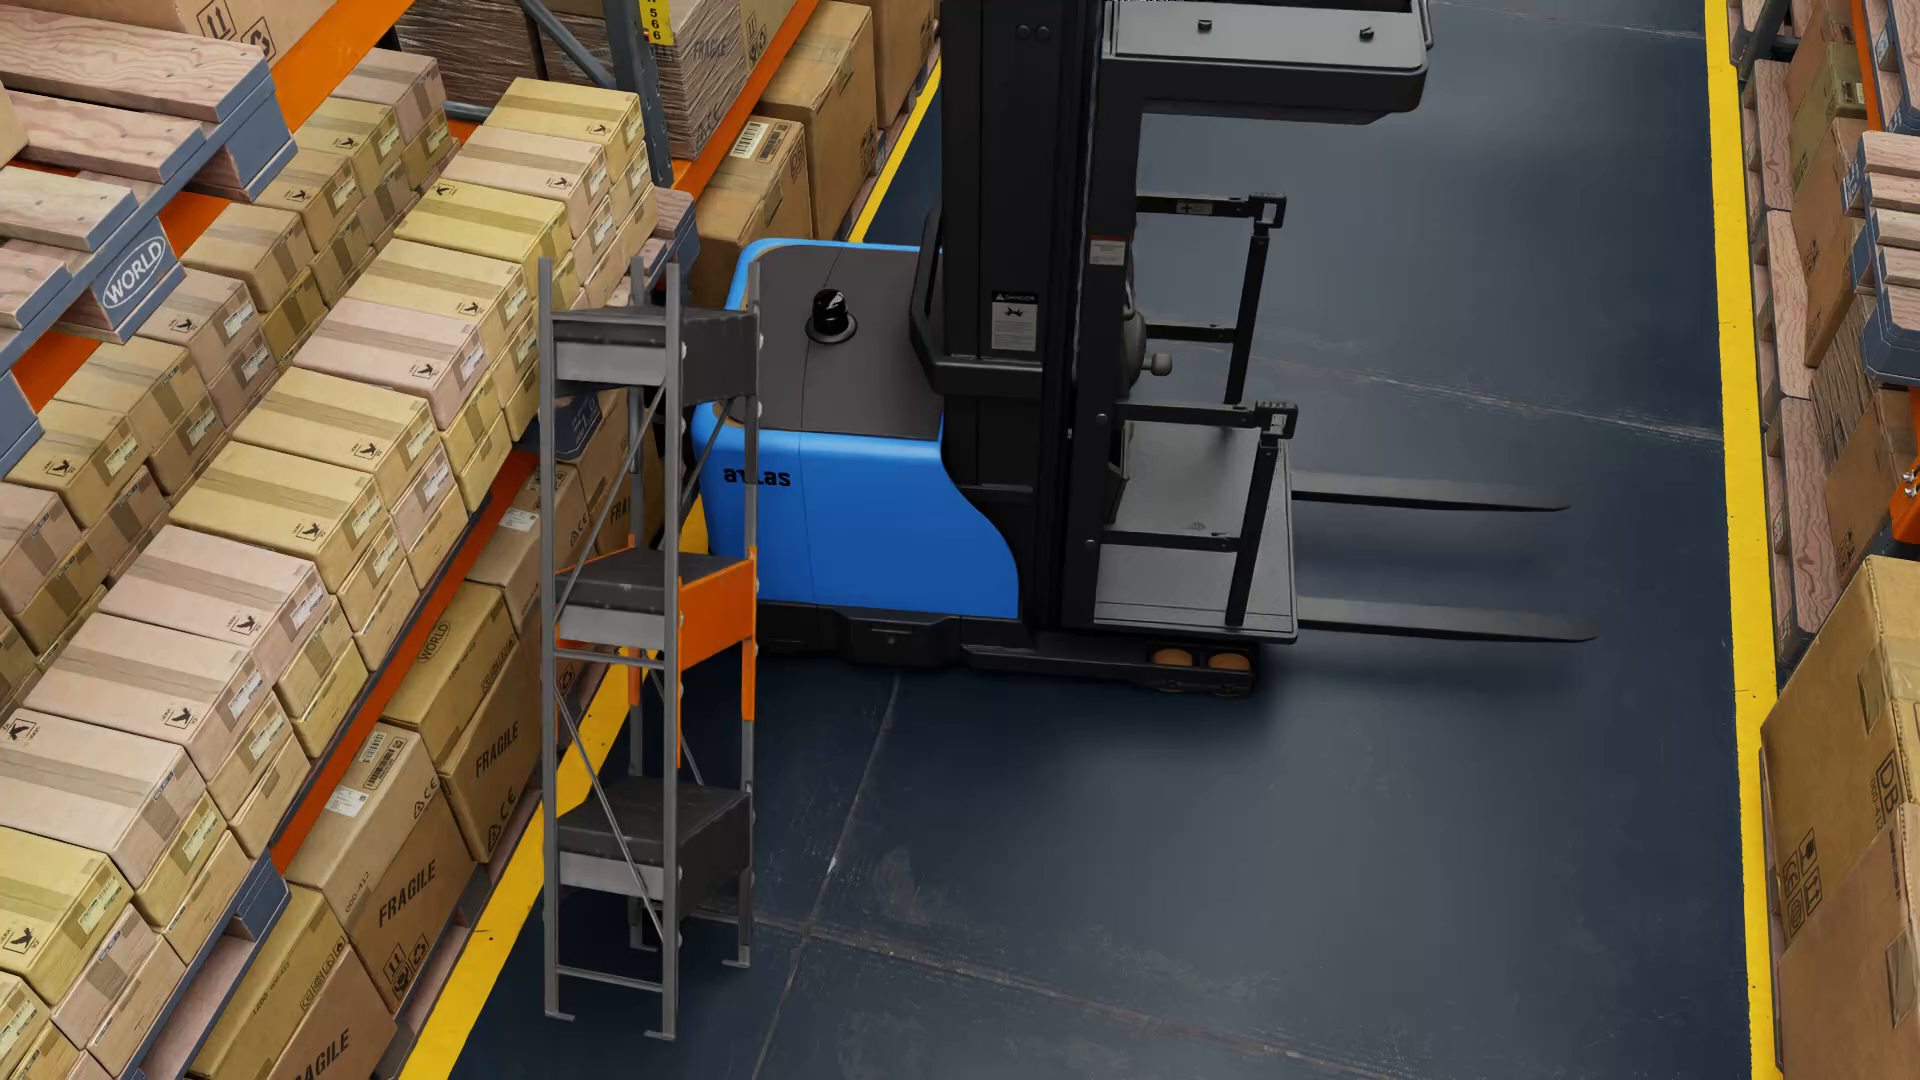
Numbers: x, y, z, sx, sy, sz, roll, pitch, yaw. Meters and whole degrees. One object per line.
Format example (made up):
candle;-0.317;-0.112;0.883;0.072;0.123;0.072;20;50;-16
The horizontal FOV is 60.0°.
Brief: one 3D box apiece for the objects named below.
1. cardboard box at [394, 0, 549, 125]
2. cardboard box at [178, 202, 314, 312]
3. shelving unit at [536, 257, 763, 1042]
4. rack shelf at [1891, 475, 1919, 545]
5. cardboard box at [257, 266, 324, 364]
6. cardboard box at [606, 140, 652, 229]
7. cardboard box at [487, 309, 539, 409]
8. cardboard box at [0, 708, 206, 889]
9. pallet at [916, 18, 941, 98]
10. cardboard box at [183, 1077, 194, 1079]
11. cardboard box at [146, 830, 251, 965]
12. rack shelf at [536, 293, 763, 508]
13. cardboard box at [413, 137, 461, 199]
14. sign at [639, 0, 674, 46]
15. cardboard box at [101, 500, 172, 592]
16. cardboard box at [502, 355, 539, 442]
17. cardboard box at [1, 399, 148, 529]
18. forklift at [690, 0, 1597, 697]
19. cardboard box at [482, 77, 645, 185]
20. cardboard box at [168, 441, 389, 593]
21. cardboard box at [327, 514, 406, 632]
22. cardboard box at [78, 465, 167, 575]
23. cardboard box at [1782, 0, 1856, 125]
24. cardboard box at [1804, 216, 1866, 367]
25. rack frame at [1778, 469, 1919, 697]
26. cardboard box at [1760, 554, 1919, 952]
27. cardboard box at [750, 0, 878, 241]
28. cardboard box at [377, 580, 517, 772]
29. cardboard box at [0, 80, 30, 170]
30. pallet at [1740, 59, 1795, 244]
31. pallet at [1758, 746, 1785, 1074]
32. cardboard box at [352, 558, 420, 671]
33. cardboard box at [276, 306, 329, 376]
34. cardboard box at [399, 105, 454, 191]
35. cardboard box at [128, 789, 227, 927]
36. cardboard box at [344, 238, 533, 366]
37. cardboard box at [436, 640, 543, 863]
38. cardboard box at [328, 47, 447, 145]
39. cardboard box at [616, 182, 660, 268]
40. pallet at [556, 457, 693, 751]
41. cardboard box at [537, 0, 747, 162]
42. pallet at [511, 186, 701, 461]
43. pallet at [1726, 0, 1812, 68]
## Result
cardboard box;-1.589;-1.782;5.756;0.500;0.500;0.500;12;50;10
cardboard box;-1.964;-0.764;4.414;0.380;0.149;0.250;10;49;8
shelving unit;-0.858;0.281;4.648;0.431;2.100;0.503;5;11;17
rack shelf;2.784;1.366;3.523;1.077;0.370;4.000;12;50;10
cardboard box;-1.972;-0.642;4.505;0.380;0.149;0.250;12;50;10
cardboard box;-1.139;-1.077;4.889;0.380;0.149;0.250;12;50;11
cardboard box;-1.341;-0.512;4.390;0.380;0.149;0.250;12;50;10
cardboard box;-1.748;0.508;3.291;0.380;0.149;0.250;11;49;10
pallet;-0.526;-2.768;8.552;1.003;0.211;1.213;12;50;10
cardboard box;-2.051;1.481;3.829;0.500;0.250;0.500;10;49;8
cardboard box;-1.749;0.710;3.510;0.380;0.149;0.250;12;50;10
rack shelf;-0.833;-0.393;4.522;0.431;0.518;0.480;5;11;17
cardboard box;-1.761;-1.142;5.145;0.380;0.149;0.250;11;49;10
sign;-0.922;-1.627;4.966;0.100;0.325;0.005;12;50;10
cardboard box;-2.177;0.005;4.132;0.380;0.149;0.250;10;49;9
cardboard box;-1.338;-0.434;4.519;0.380;0.149;0.250;11;49;10
cardboard box;-2.170;-0.196;3.913;0.380;0.149;0.250;11;49;10
forklift;0.694;-0.847;5.042;3.031;2.935;1.130;4;49;4
cardboard box;-1.135;-1.178;4.780;0.380;0.149;0.250;10;49;9
cardboard box;-1.547;-0.055;3.789;0.380;0.149;0.250;13;50;11
cardboard box;-1.544;0.043;3.901;0.380;0.149;0.250;11;49;9
cardboard box;-2.174;-0.087;4.015;0.380;0.149;0.250;13;50;11
cardboard box;4.181;-2.090;7.468;0.700;0.500;0.500;8;49;7
cardboard box;3.744;-0.941;6.453;0.700;0.500;0.500;15;50;13
rack frame;3.310;-0.318;4.530;1.000;3.000;0.127;12;50;10
cardboard box;3.109;0.741;4.733;1.225;0.875;0.875;9;49;8
cardboard box;-0.974;-1.821;7.076;1.050;0.750;0.750;12;50;11
cardboard box;-1.646;0.348;4.829;0.500;0.250;0.500;13;50;11
cardboard box;-1.968;-0.734;2.548;0.797;0.503;0.637;11;49;10
pallet;4.160;-1.725;7.632;1.003;0.211;1.213;12;50;10
pallet;3.030;1.160;5.086;1.003;0.211;1.213;12;50;10
cardboard box;-1.546;0.146;4.008;0.380;0.149;0.250;10;49;8
cardboard box;-1.971;-0.557;4.629;0.380;0.149;0.250;14;50;12
cardboard box;-1.769;-1.215;5.010;0.380;0.149;0.250;14;50;12
cardboard box;-1.752;0.612;3.398;0.380;0.149;0.250;10;49;8
cardboard box;-1.339;-0.613;4.281;0.380;0.149;0.250;13;50;11
cardboard box;-1.633;0.606;5.102;0.500;0.500;0.500;10;49;8
cardboard box;-1.758;-1.324;4.908;0.380;0.149;0.250;12;50;10
cardboard box;-1.134;-0.979;5.000;0.380;0.149;0.250;12;50;11
pallet;-1.655;0.117;6.006;1.003;0.211;1.213;12;50;10
cardboard box;-1.069;-1.675;5.661;0.500;0.500;0.500;12;50;10
pallet;-1.533;-0.770;5.057;1.213;0.211;1.003;12;50;10
pallet;4.506;-2.782;8.564;1.003;0.211;1.213;12;50;10
